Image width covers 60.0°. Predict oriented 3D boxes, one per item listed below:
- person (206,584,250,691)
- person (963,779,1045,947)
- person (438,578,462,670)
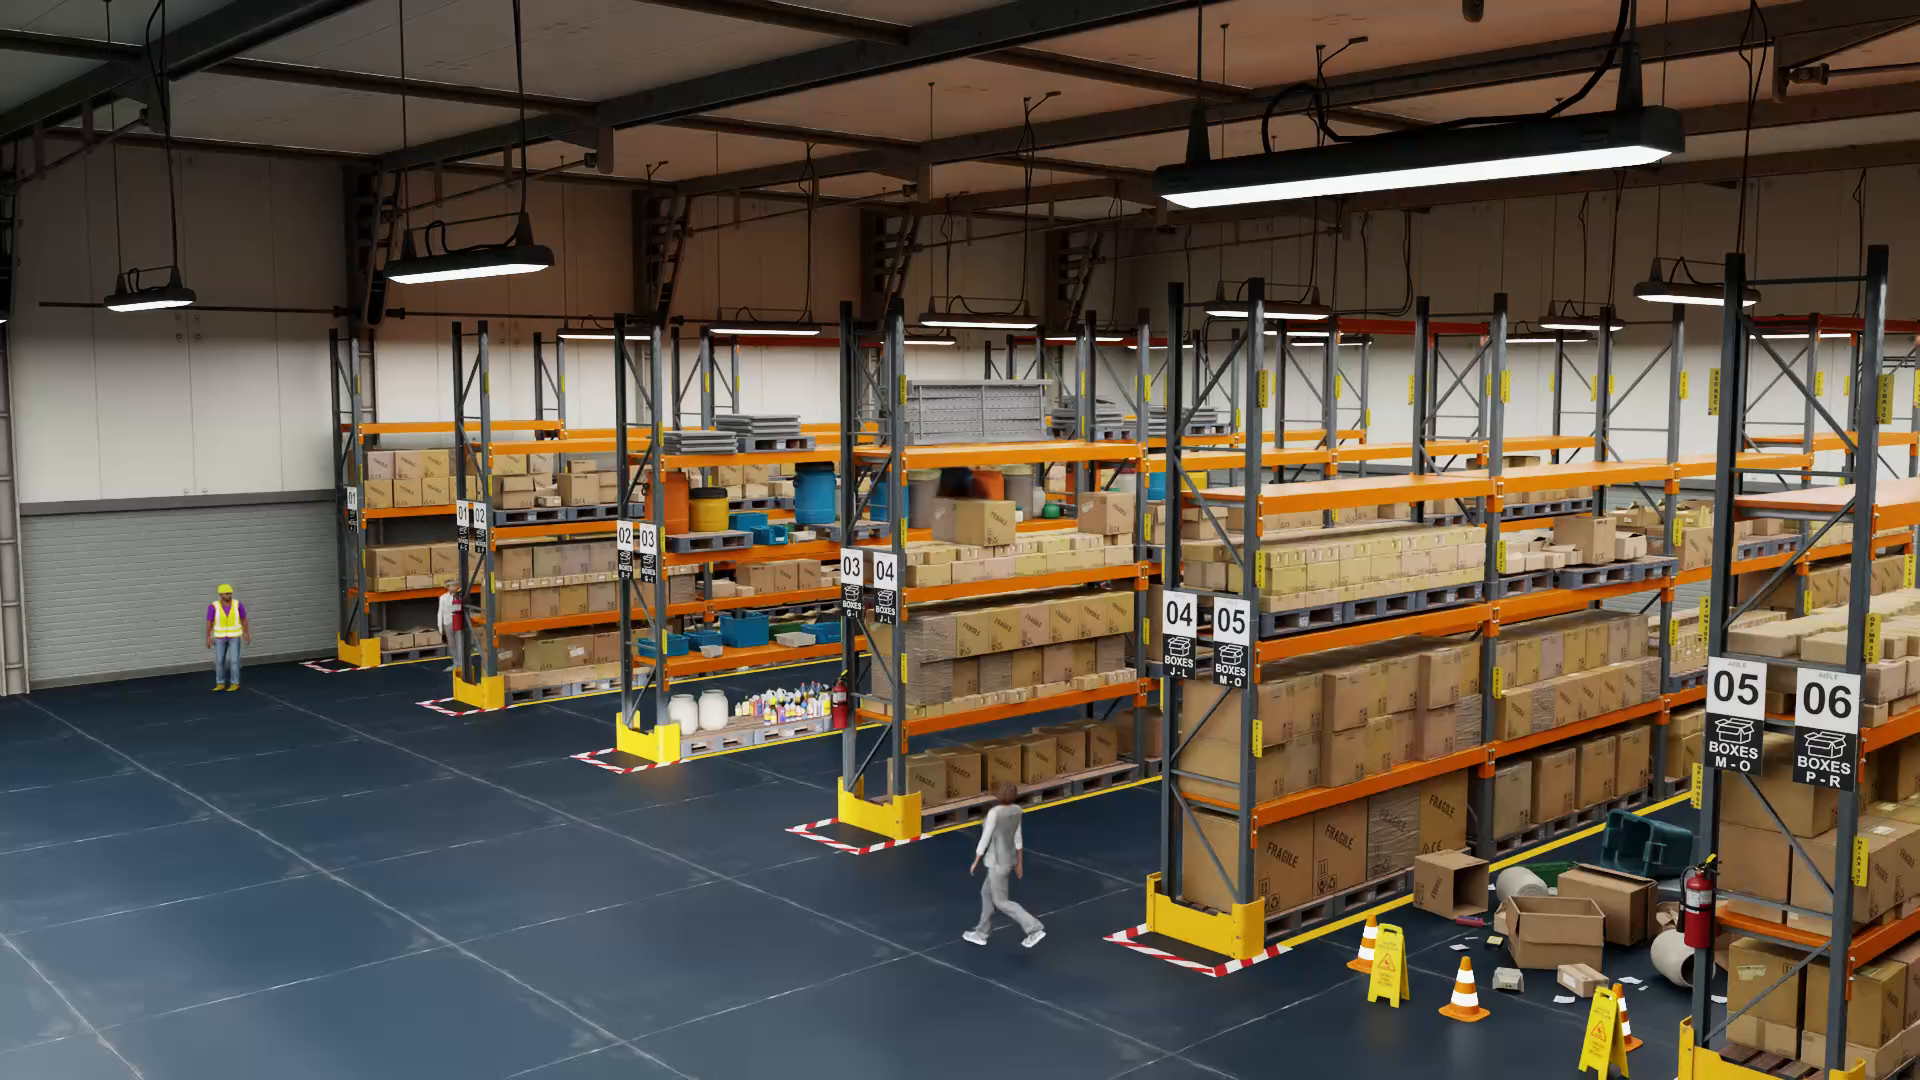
[{"bbox_3d":[-11.992,1.591,27.255,0.667,1.767,0.426,-1,6,-15],"label":"person"},{"bbox_3d":[0.383,2.952,14.923,0.842,1.468,0.387,2,6,19],"label":"person"},{"bbox_3d":[-8.813,1.481,28.910,0.483,1.670,0.658,0,6,-4],"label":"person"}]
